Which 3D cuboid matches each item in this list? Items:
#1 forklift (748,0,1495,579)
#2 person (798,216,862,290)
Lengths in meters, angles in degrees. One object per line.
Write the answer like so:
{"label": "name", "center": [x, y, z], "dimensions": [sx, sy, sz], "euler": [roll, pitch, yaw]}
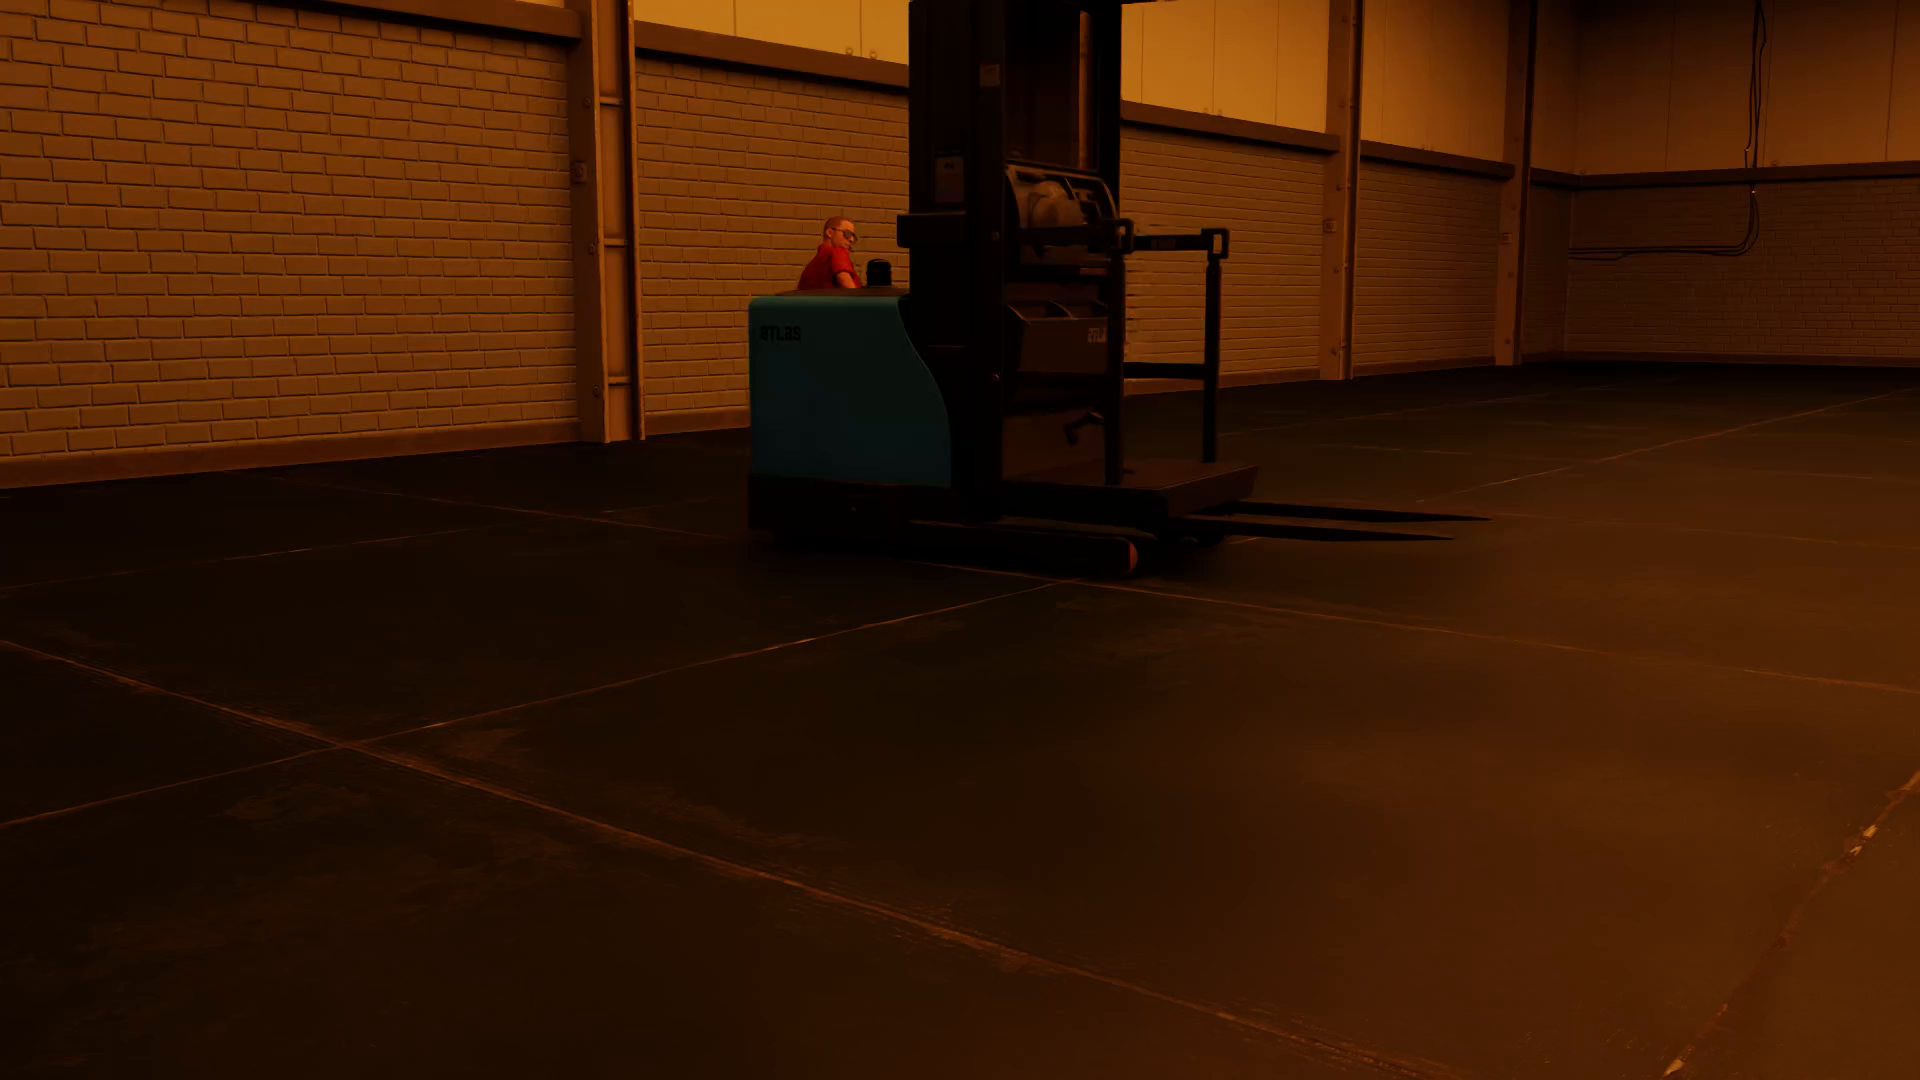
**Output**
{"label": "forklift", "center": [0.608, -1.388, 6.768], "dimensions": [3.031, 2.935, 1.130], "euler": [5, 10, 30]}
{"label": "person", "center": [-0.621, -1.143, 9.927], "dimensions": [0.774, 1.560, 0.797], "euler": [6, 10, 36]}
